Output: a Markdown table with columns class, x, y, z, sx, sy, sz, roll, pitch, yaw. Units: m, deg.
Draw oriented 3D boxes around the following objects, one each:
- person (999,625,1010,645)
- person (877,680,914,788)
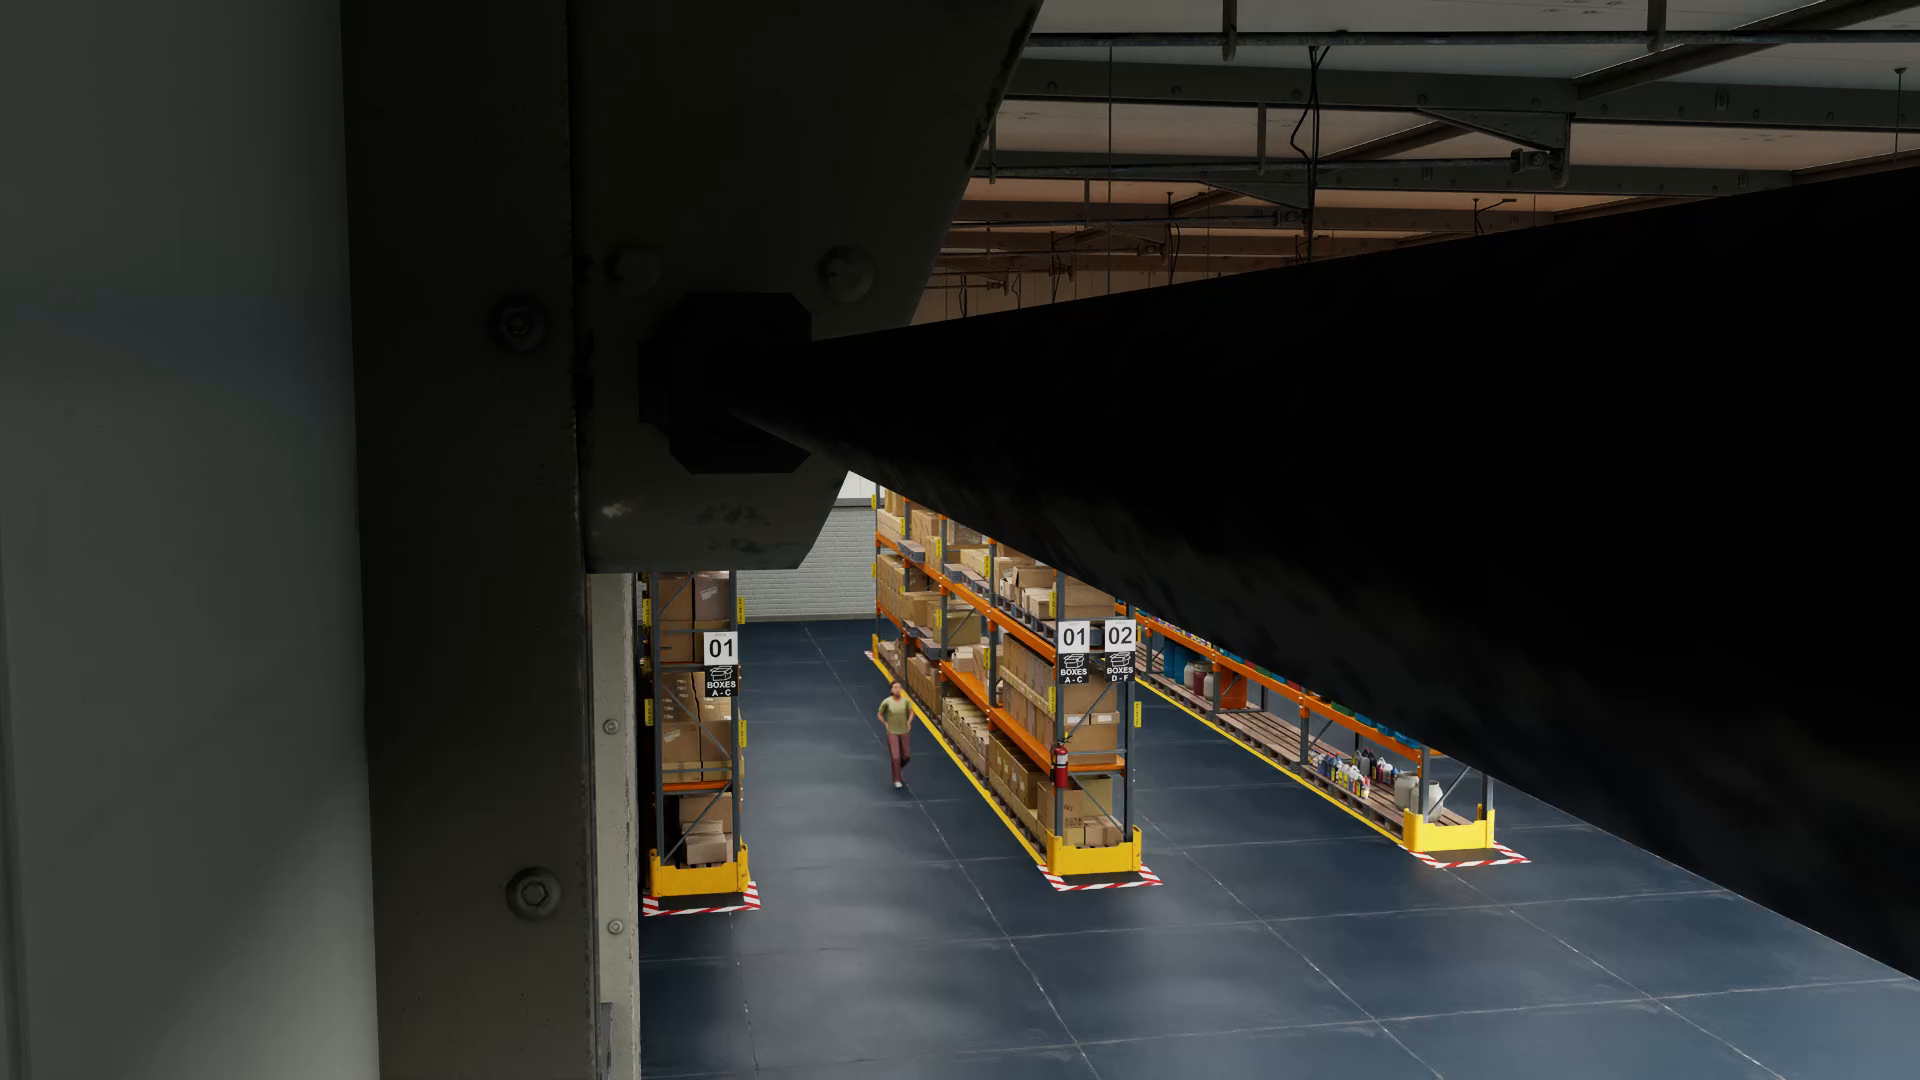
| class | x | y | z | sx | sy | sz | roll | pitch | yaw |
| --- | --- | --- | --- | --- | --- | --- | --- | --- | --- |
| person | 0.980 | 1.870 | 35.030 | 0.669 | 1.754 | 0.605 | -2 | 6 | -18 |
| person | -0.978 | 2.928 | 25.281 | 0.562 | 1.619 | 0.569 | -1 | 6 | -14 |
